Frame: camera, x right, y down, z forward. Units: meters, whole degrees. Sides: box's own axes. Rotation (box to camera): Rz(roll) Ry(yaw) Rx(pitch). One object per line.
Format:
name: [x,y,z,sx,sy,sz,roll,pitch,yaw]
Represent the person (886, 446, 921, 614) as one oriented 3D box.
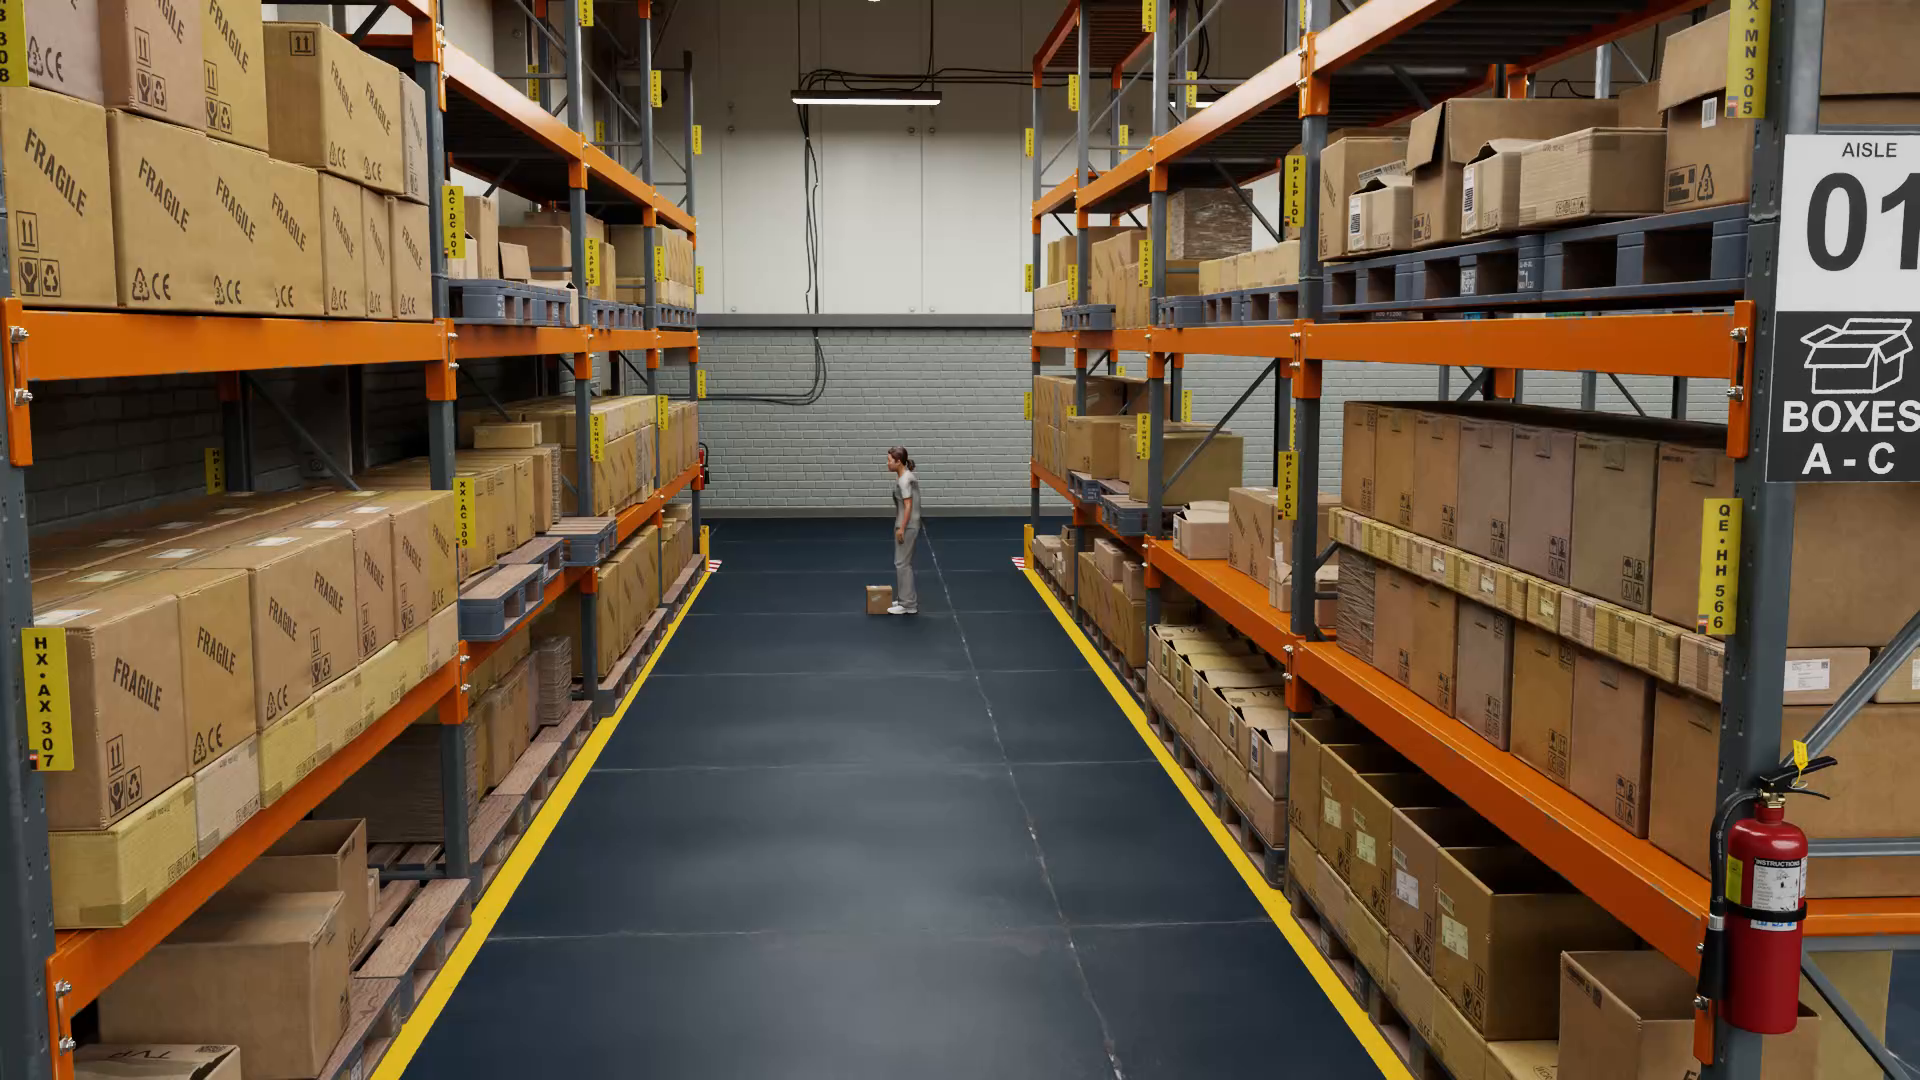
person: [-0.565,-0.108,16.645,0.354,1.673,0.490,0,7,-4]
